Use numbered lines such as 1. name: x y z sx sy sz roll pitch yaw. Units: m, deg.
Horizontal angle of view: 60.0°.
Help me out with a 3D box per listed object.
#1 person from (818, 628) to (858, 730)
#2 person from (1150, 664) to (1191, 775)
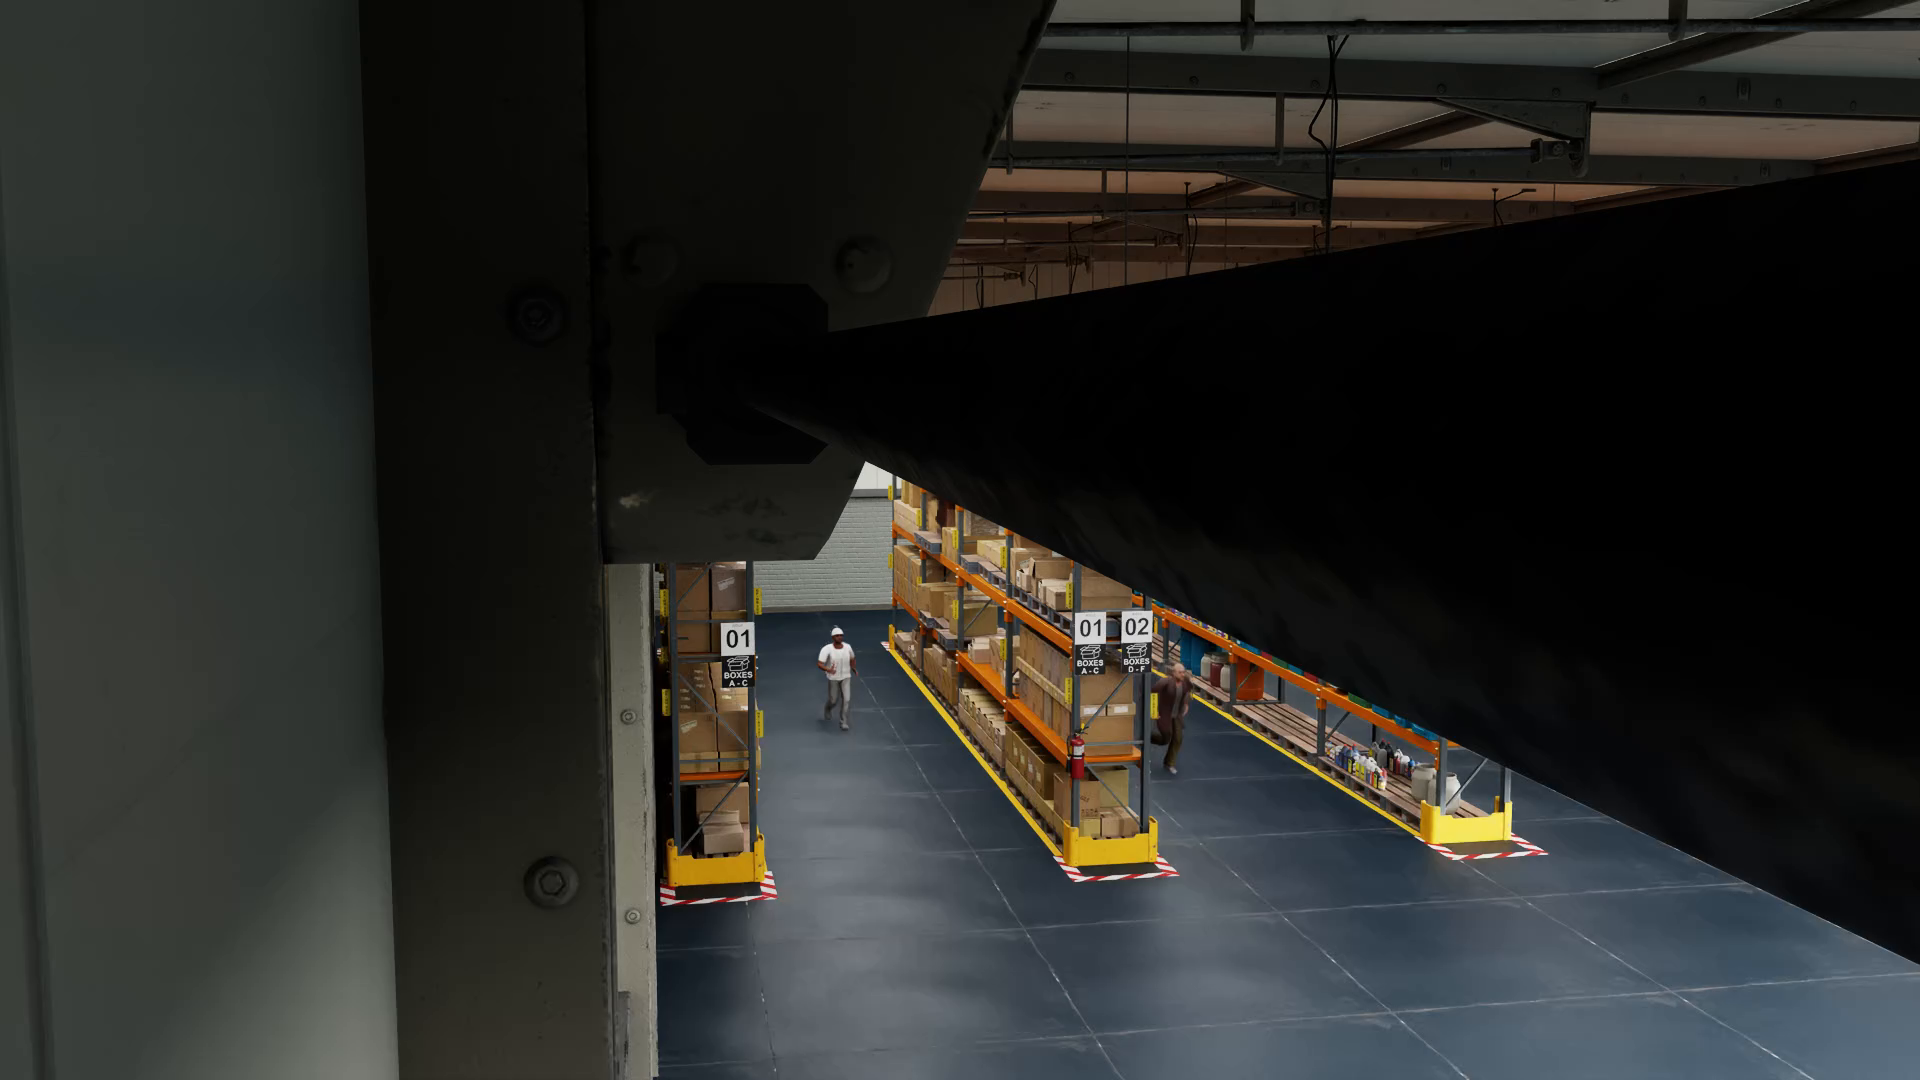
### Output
1. person: -2.097 2.373 28.671 0.714 1.727 0.791 -3 7 -22
2. person: 3.208 2.720 25.788 0.711 1.725 0.876 -4 7 -30
